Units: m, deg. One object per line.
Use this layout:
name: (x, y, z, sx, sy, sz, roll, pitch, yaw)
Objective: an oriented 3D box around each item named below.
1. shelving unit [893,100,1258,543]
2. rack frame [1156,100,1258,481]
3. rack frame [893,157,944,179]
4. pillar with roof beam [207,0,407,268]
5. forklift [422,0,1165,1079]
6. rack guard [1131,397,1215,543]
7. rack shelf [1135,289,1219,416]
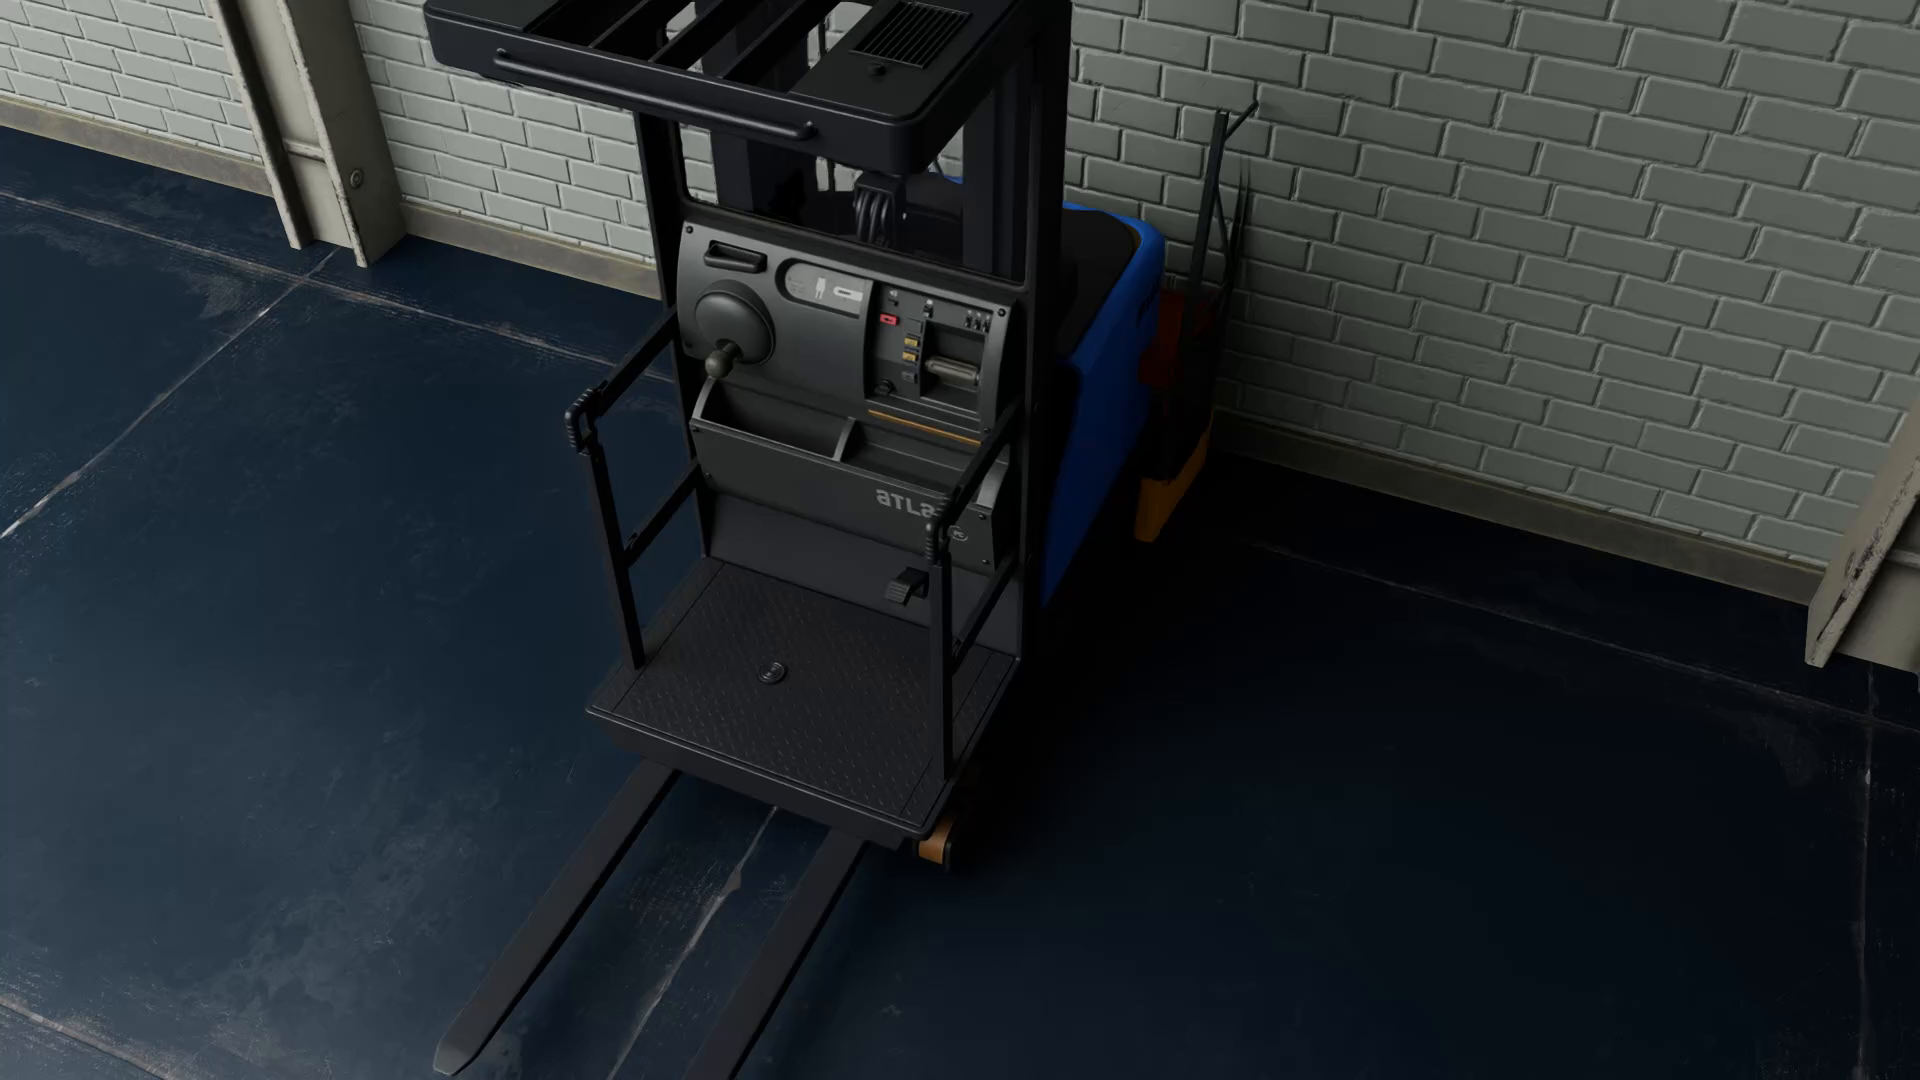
shelving unit: (0.334, -0.900, 5.553, 1.083, 1.500, 0.587, 18, 38, 18)
rack frame: (0.802, -0.746, 5.395, 0.032, 1.500, 0.500, 18, 38, 18)
rack frame: (-0.118, -1.048, 5.705, 0.032, 1.500, 0.500, 18, 38, 18)
pillar with roof beam: (-4.232, -1.667, 1.046, 0.400, 9.000, 9.100, 16, 47, 16)
forklift: (-0.394, -0.455, 4.130, 1.130, 2.935, 3.031, 17, 47, 17)
rack guard: (0.744, -0.249, 5.771, 0.087, 0.250, 0.587, 18, 38, 18)
rack shelf: (0.330, -0.753, 5.656, 1.000, 0.185, 0.538, 18, 38, 18)
